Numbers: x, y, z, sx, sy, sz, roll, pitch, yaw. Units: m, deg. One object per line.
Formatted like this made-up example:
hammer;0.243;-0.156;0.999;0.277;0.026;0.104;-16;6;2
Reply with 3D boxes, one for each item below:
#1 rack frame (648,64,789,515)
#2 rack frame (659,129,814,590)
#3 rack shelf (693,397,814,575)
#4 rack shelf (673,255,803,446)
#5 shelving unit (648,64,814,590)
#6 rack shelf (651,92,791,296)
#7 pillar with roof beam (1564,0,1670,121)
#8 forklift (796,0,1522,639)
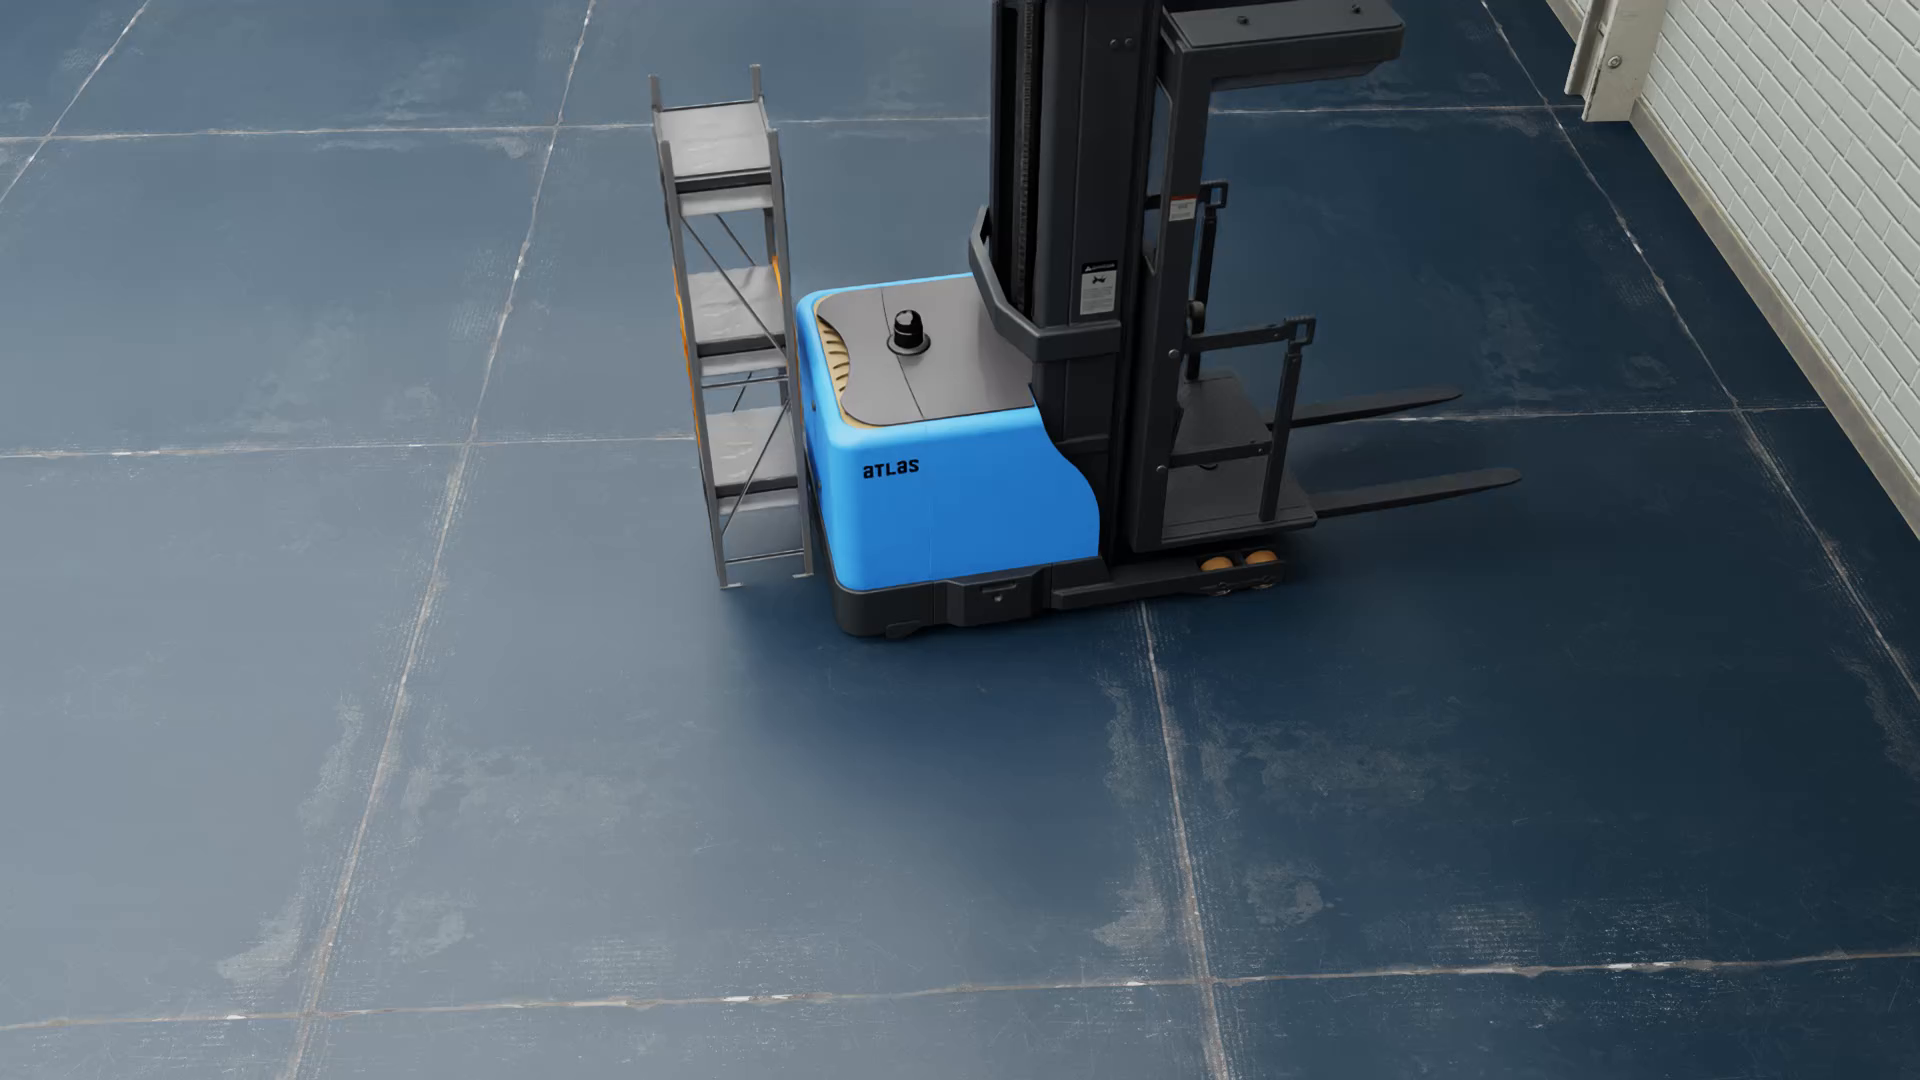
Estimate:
rack frame;-0.921;-0.918;6.697;0.400;2.100;0.015;-8;43;-9
rack frame;-0.818;-0.595;6.346;0.400;2.100;0.015;-8;43;-9
rack shelf;-0.870;-0.230;7.004;0.431;0.518;0.480;-8;43;-9
rack shelf;-0.870;-0.746;6.531;0.431;0.518;0.480;-8;43;-9
shelving unit;-0.870;-0.756;6.521;0.431;2.100;0.503;-8;43;-9
rack shelf;-0.870;-1.262;6.058;0.431;0.518;0.480;-8;43;-9
pillar with roof beam;-0.404;-5.848;6.971;9.100;9.000;0.400;-2;43;-2
forklift;0.892;-1.189;6.377;3.031;2.935;1.130;-8;43;-9
